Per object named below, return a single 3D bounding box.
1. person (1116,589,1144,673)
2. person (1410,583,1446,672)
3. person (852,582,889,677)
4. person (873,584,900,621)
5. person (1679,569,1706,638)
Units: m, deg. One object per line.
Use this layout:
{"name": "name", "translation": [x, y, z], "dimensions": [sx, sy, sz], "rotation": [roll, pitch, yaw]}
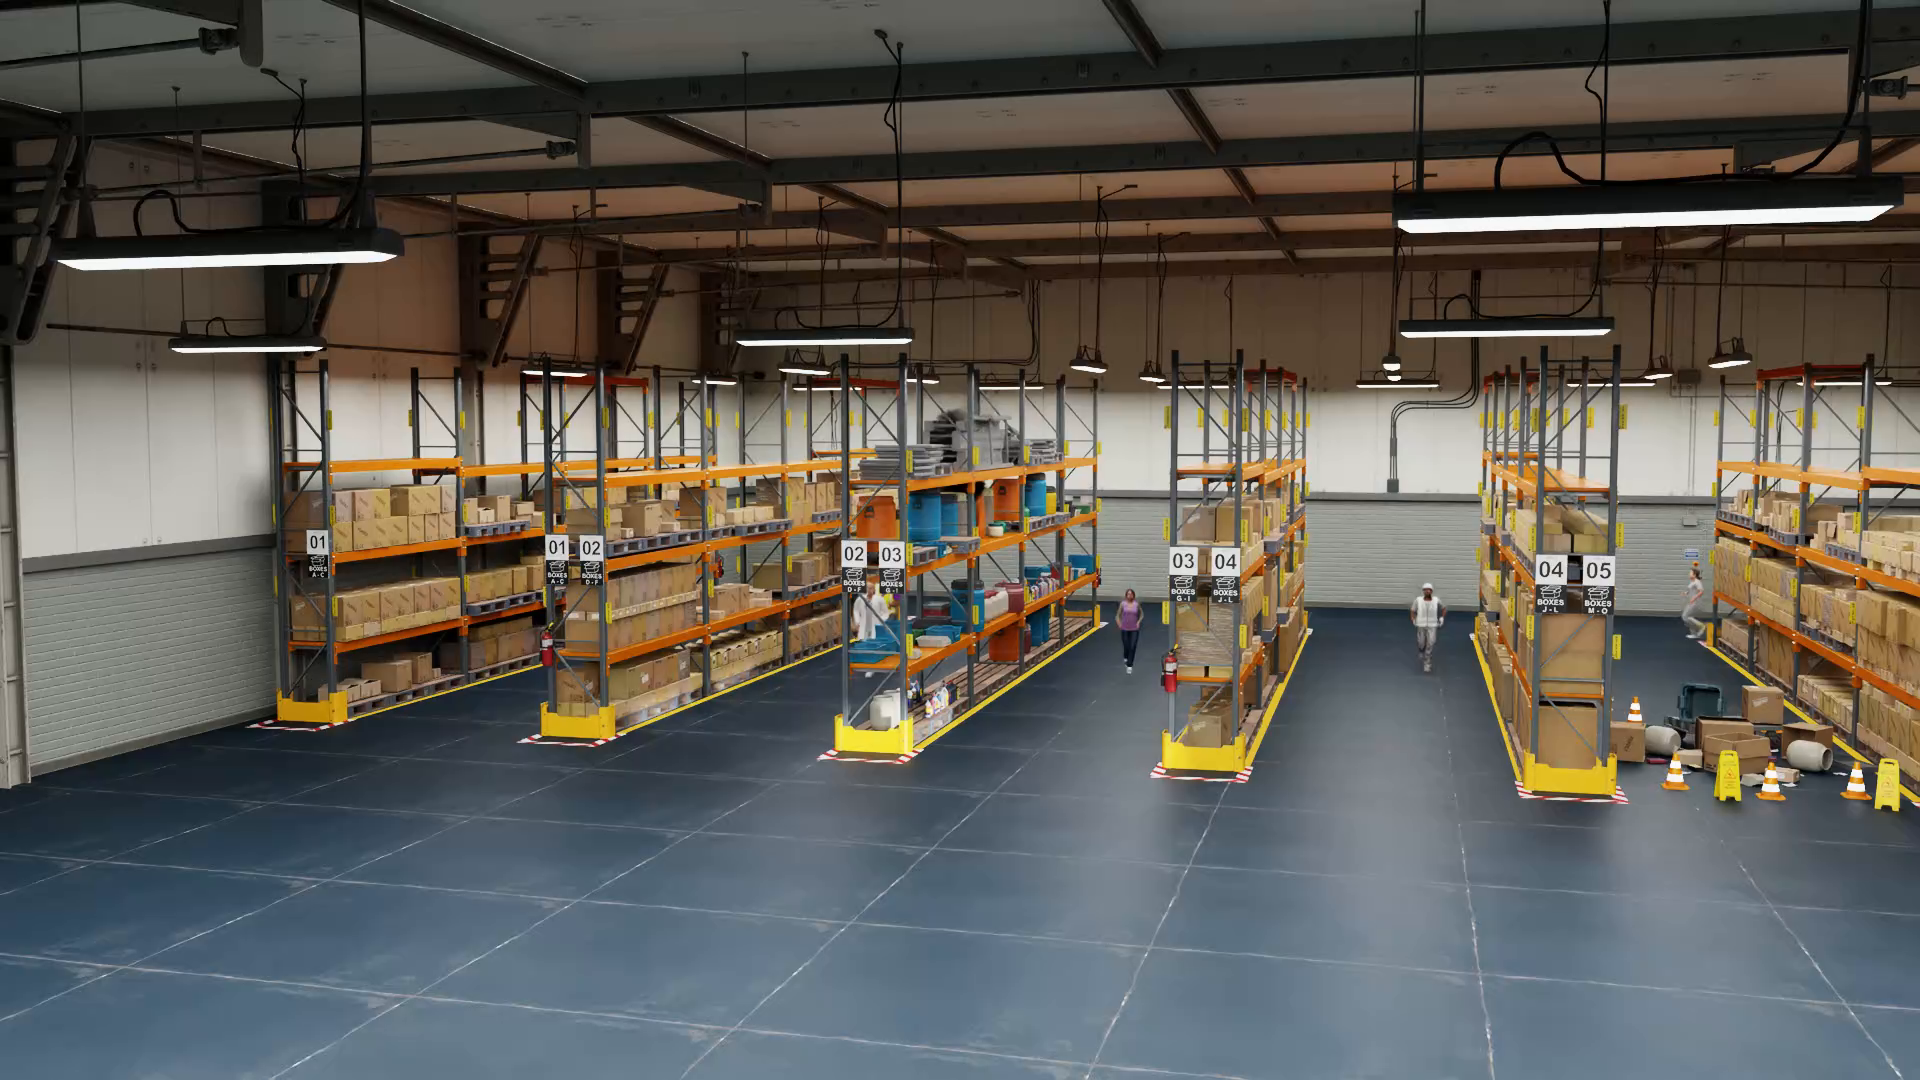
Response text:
{"name": "person", "translation": [3.189, 1.697, 31.208], "dimensions": [0.536, 1.573, 0.492], "rotation": [0, 4, 2]}
{"name": "person", "translation": [9.392, 1.741, 33.410], "dimensions": [0.672, 1.750, 0.814], "rotation": [1, 4, 15]}
{"name": "person", "translation": [-1.649, 1.739, 30.801], "dimensions": [0.694, 1.548, 0.693], "rotation": [1, 4, 9]}
{"name": "person", "translation": [-1.511, 1.484, 32.866], "dimensions": [0.683, 1.773, 0.632], "rotation": [0, 4, 1]}
{"name": "person", "translation": [16.803, 1.458, 38.128], "dimensions": [0.593, 1.618, 0.602], "rotation": [1, 4, 19]}
